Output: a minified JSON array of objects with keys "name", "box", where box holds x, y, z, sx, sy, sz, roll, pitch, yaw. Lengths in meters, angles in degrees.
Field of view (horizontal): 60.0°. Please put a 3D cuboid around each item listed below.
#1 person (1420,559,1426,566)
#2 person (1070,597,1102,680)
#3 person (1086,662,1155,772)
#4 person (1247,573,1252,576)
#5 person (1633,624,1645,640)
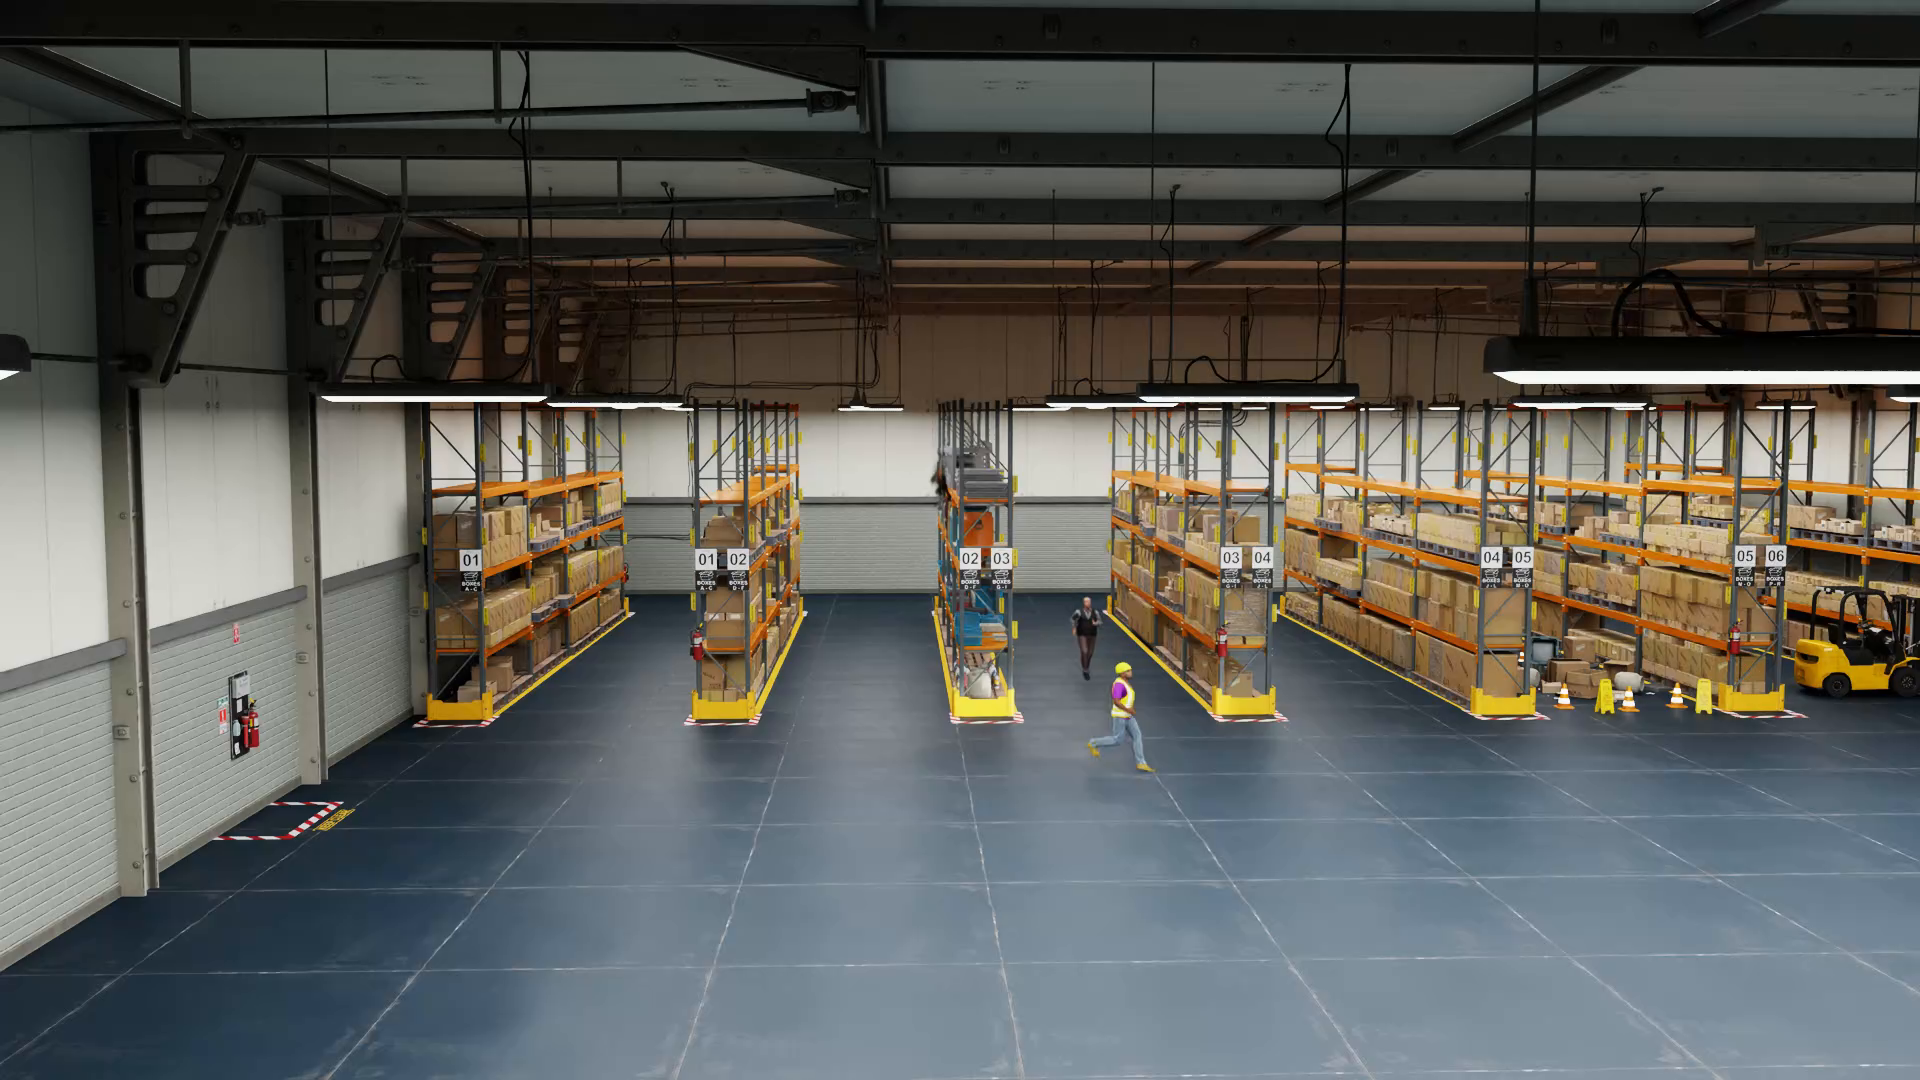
[{"name":"person","box":[13.597,1.126,49.273,0.623,1.726,0.693,0,4,0]},{"name":"person","box":[2.746,2.105,35.964,0.644,1.734,0.904,-1,4,-13]},{"name":"person","box":[2.582,2.841,26.695,1.107,1.758,0.669,2,5,23]},{"name":"person","box":[7.641,1.532,43.668,0.682,1.733,0.617,-1,4,-9]},{"name":"person","box":[16.748,1.734,41.049,0.631,1.781,0.788,-1,4,-8]}]
